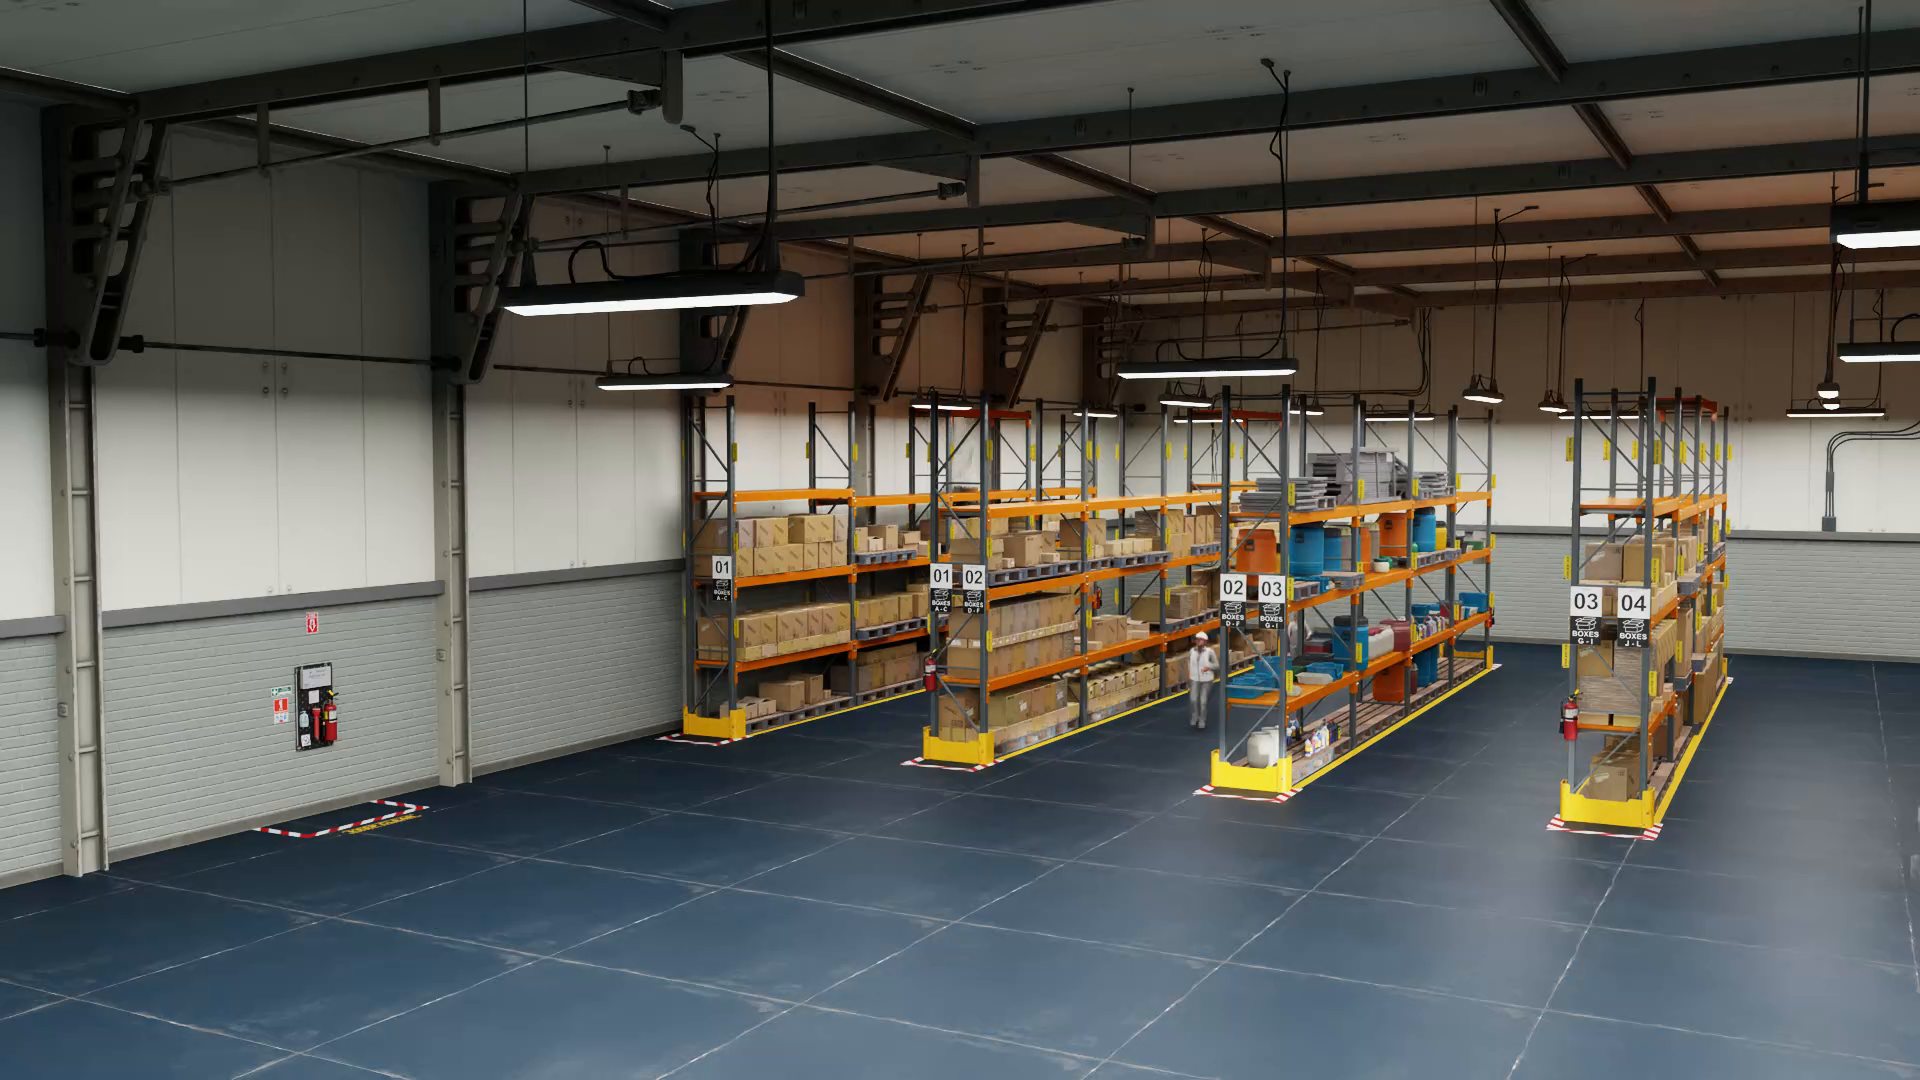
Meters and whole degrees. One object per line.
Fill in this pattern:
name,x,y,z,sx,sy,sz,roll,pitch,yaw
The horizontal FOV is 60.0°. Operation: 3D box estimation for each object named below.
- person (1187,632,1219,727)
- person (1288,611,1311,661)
person,4.366,2.539,30.115,0.637,1.748,0.653,1,3,22
person,7.269,2.319,35.799,0.538,1.590,0.847,1,3,20
